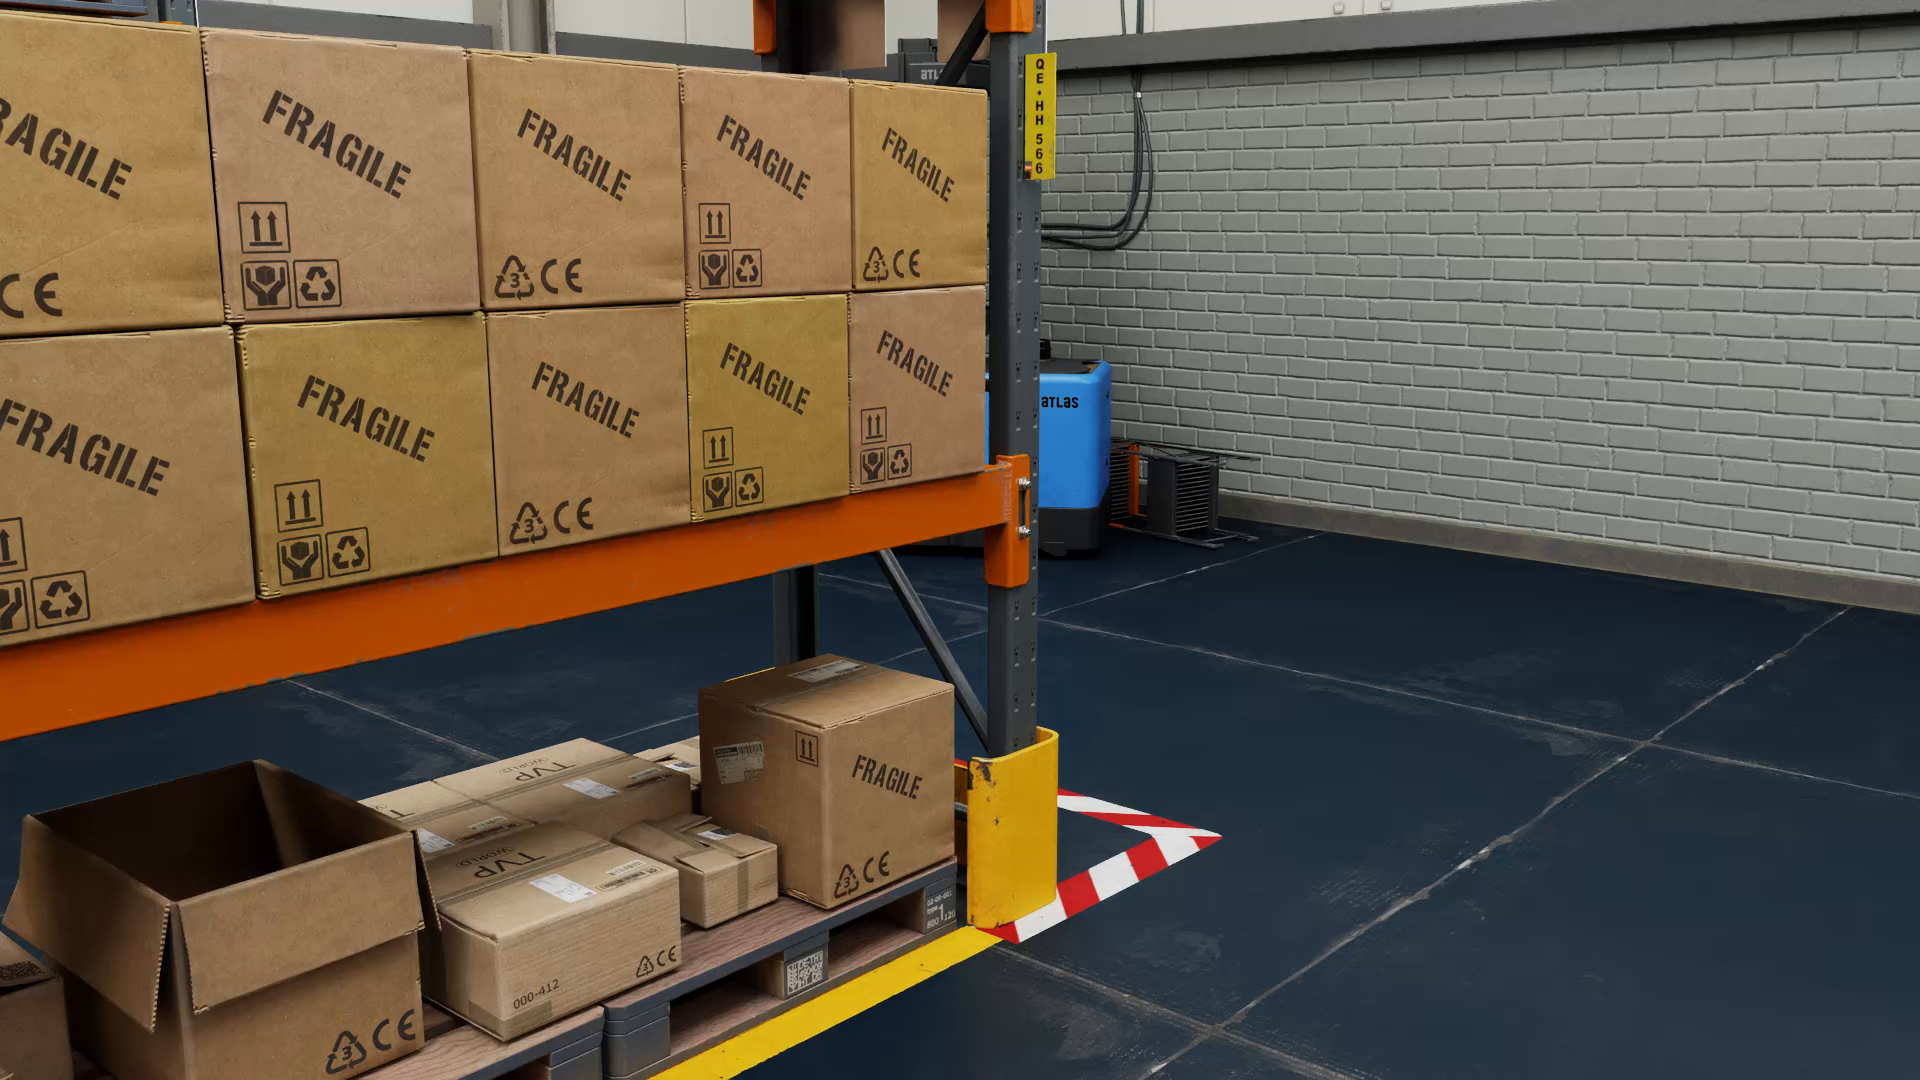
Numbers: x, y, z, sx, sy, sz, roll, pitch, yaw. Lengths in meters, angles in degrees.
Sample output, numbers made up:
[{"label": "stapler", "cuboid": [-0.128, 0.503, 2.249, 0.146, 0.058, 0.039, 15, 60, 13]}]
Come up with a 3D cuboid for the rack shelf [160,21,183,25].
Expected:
[{"label": "rack shelf", "cuboid": [-5.234, -1.941, 6.451, 1.077, 0.370, 4.000, 10, 15, 40]}]

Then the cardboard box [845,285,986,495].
[{"label": "cardboard box", "cuboid": [-0.281, -0.426, 4.428, 0.500, 0.500, 0.500, 10, 15, 42]}]

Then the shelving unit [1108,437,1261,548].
[{"label": "shelving unit", "cuboid": [1.004, -0.375, 10.756, 0.431, 0.503, 2.100, -9, 14, -38]}]

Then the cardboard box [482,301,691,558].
[{"label": "cardboard box", "cuboid": [-0.954, -0.276, 3.680, 0.500, 0.500, 0.500, 10, 15, 41]}]

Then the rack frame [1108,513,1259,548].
[{"label": "rack frame", "cuboid": [1.005, -0.136, 10.802, 0.400, 0.015, 2.100, -9, 14, -38]}]

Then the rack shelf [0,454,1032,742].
[{"label": "rack shelf", "cuboid": [-1.510, 0.169, 3.541, 1.077, 0.370, 4.000, 10, 15, 40]}]

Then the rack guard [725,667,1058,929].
[{"label": "rack guard", "cuboid": [-0.240, 0.759, 5.133, 1.175, 0.500, 0.348, 10, 15, 40]}]

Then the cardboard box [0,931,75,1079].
[{"label": "cardboard box", "cuboid": [-2.172, 0.983, 3.374, 0.500, 0.311, 0.500, 10, 15, 40]}]

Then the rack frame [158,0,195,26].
[{"label": "rack frame", "cuboid": [-3.914, -1.118, 8.148, 1.000, 3.000, 0.127, 10, 15, 40]}]

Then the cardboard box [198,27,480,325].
[{"label": "cardboard box", "cuboid": [-1.288, -0.689, 3.194, 0.500, 0.500, 0.500, 10, 15, 42]}]

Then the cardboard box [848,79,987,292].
[{"label": "cardboard box", "cuboid": [-0.277, -0.916, 4.330, 0.500, 0.500, 0.500, 10, 15, 40]}]

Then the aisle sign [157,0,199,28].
[{"label": "aisle sign", "cuboid": [-3.641, -2.364, 7.752, 0.394, 0.787, 0.004, 10, 15, 40]}]

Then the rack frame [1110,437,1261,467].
[{"label": "rack frame", "cuboid": [1.002, -0.615, 10.710, 0.400, 0.015, 2.100, -9, 14, -38]}]

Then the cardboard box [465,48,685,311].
[{"label": "cardboard box", "cuboid": [-0.949, -0.765, 3.573, 0.500, 0.500, 0.500, 10, 15, 42]}]

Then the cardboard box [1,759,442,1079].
[{"label": "cardboard box", "cuboid": [-1.594, 0.842, 3.586, 0.797, 0.503, 0.637, 10, 15, 40]}]

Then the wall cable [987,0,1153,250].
[{"label": "wall cable", "cuboid": [0.088, -3.323, 11.799, 3.097, 2.526, 0.112, 10, 15, 40]}]

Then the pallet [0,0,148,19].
[{"label": "pallet", "cuboid": [-4.395, -2.434, 7.310, 1.003, 0.211, 1.213, 10, 15, 40]}]

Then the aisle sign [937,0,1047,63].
[{"label": "aisle sign", "cuboid": [0.085, -1.723, 4.541, 0.394, 0.787, 0.004, 10, 15, 40]}]

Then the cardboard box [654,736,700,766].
[{"label": "cardboard box", "cuboid": [-0.725, 0.722, 5.094, 0.380, 0.149, 0.250, 10, 15, 40]}]

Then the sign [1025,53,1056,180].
[{"label": "sign", "cuboid": [0.214, -1.126, 4.426, 0.100, 0.325, 0.005, 10, 15, 40]}]

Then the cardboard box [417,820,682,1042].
[{"label": "cardboard box", "cuboid": [-1.014, 0.903, 3.930, 0.500, 0.250, 0.500, 10, 15, 40]}]

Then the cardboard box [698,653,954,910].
[{"label": "cardboard box", "cuboid": [-0.364, 0.644, 4.586, 0.500, 0.500, 0.500, 10, 15, 40]}]

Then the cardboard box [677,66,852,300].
[{"label": "cardboard box", "cuboid": [-0.610, -0.841, 3.958, 0.500, 0.500, 0.500, 10, 15, 42]}]

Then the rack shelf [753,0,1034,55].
[{"label": "rack shelf", "cuboid": [-1.510, -1.302, 3.247, 1.077, 0.370, 4.000, 10, 15, 40]}]

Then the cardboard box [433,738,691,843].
[{"label": "cardboard box", "cuboid": [-1.092, 0.772, 4.585, 0.500, 0.250, 0.500, 10, 15, 40]}]

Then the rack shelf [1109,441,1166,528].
[{"label": "rack shelf", "cuboid": [1.012, -0.373, 10.746, 0.431, 0.480, 0.518, -9, 14, -38]}]

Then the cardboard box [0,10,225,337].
[{"label": "cardboard box", "cuboid": [-1.628, -0.613, 2.813, 0.500, 0.500, 0.500, 9, 15, 39]}]

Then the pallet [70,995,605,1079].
[{"label": "pallet", "cuboid": [-1.571, 1.197, 3.679, 1.003, 0.211, 1.213, 10, 15, 40]}]

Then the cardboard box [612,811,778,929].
[{"label": "cardboard box", "cuboid": [-0.699, 0.856, 4.378, 0.380, 0.166, 0.250, 10, 15, 40]}]

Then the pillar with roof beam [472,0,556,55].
[{"label": "pillar with roof beam", "cuboid": [0.453, -4.012, 7.322, 9.100, 9.000, 0.400, 10, 15, 40]}]

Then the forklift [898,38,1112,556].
[{"label": "forklift", "cuboid": [-0.614, -1.458, 10.025, 3.031, 2.935, 1.130, 2, 11, 9]}]

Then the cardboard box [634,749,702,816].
[{"label": "cardboard box", "cuboid": [-0.890, 0.750, 4.908, 0.380, 0.166, 0.250, 10, 15, 40]}]

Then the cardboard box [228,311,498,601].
[{"label": "cardboard box", "cuboid": [-1.287, -0.202, 3.309, 0.500, 0.500, 0.500, 9, 15, 40]}]

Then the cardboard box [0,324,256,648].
[{"label": "cardboard box", "cuboid": [-1.622, -0.127, 2.933, 0.500, 0.500, 0.500, 10, 15, 40]}]

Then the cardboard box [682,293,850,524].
[{"label": "cardboard box", "cuboid": [-0.621, -0.349, 4.044, 0.500, 0.500, 0.500, 10, 15, 41]}]

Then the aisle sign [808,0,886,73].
[{"label": "aisle sign", "cuboid": [-0.366, -1.800, 4.930, 0.394, 0.787, 0.004, 10, 15, 40]}]

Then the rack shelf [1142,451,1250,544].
[{"label": "rack shelf", "cuboid": [1.450, -0.273, 10.209, 0.431, 0.480, 0.518, -9, 14, -38]}]

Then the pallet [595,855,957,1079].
[{"label": "pallet", "cuboid": [-0.766, 1.019, 4.573, 1.003, 0.211, 1.213, 10, 15, 40]}]

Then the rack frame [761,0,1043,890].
[{"label": "rack frame", "cuboid": [-0.190, -0.478, 4.944, 1.000, 3.000, 0.127, 10, 15, 40]}]

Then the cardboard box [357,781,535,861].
[{"label": "cardboard box", "cuboid": [-1.422, 0.845, 4.217, 0.500, 0.250, 0.500, 10, 15, 40]}]
